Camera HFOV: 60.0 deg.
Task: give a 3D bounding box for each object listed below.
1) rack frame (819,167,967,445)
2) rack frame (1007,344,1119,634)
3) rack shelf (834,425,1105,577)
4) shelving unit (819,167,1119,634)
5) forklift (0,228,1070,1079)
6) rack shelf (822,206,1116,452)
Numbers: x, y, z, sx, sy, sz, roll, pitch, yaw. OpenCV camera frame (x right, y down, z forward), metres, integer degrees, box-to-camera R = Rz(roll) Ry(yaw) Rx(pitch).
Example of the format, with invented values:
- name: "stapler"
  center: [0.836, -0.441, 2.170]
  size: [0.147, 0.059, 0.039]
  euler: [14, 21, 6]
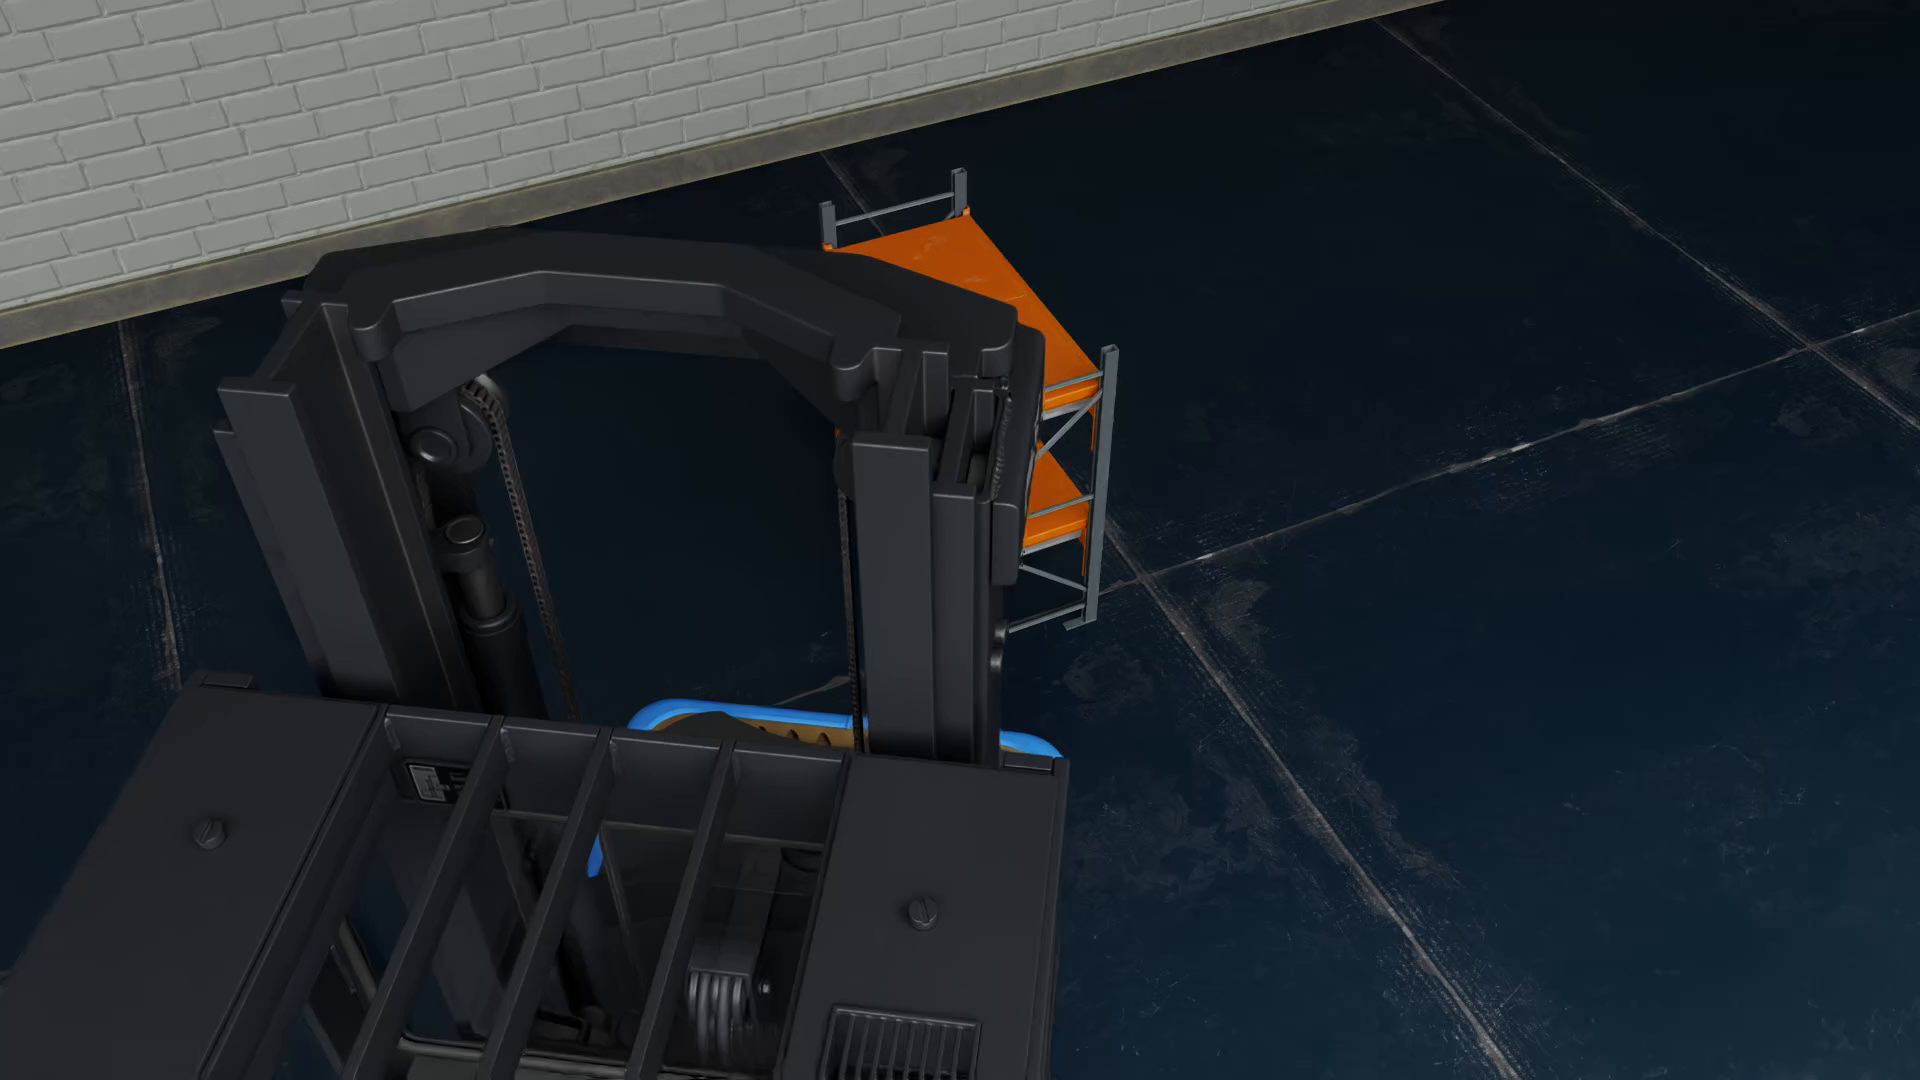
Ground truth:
- name: "rack frame"
  center: [-0.211, -0.720, 5.679]
  size: [0.500, 1.125, 0.032]
  euler: [-18, 47, -17]
- name: "rack frame"
  center: [0.217, -0.072, 5.022]
  size: [0.500, 1.125, 0.032]
  euler: [-18, 47, -17]
- name: "rack shelf"
  center: [0.003, -0.222, 5.522]
  size: [0.538, 0.278, 1.000]
  euler: [-18, 47, -17]
- name: "shelving unit"
  center: [0.003, -0.396, 5.351]
  size: [0.538, 1.125, 1.048]
  euler: [-18, 47, -17]
- name: "forklift"
  center: [-0.446, 1.151, 2.497]
  size: [1.130, 2.935, 3.031]
  euler: [5, 45, 5]
- name: "rack shelf"
  center: [0.003, -0.604, 5.145]
  size: [0.538, 0.278, 1.000]
  euler: [-18, 47, -17]
